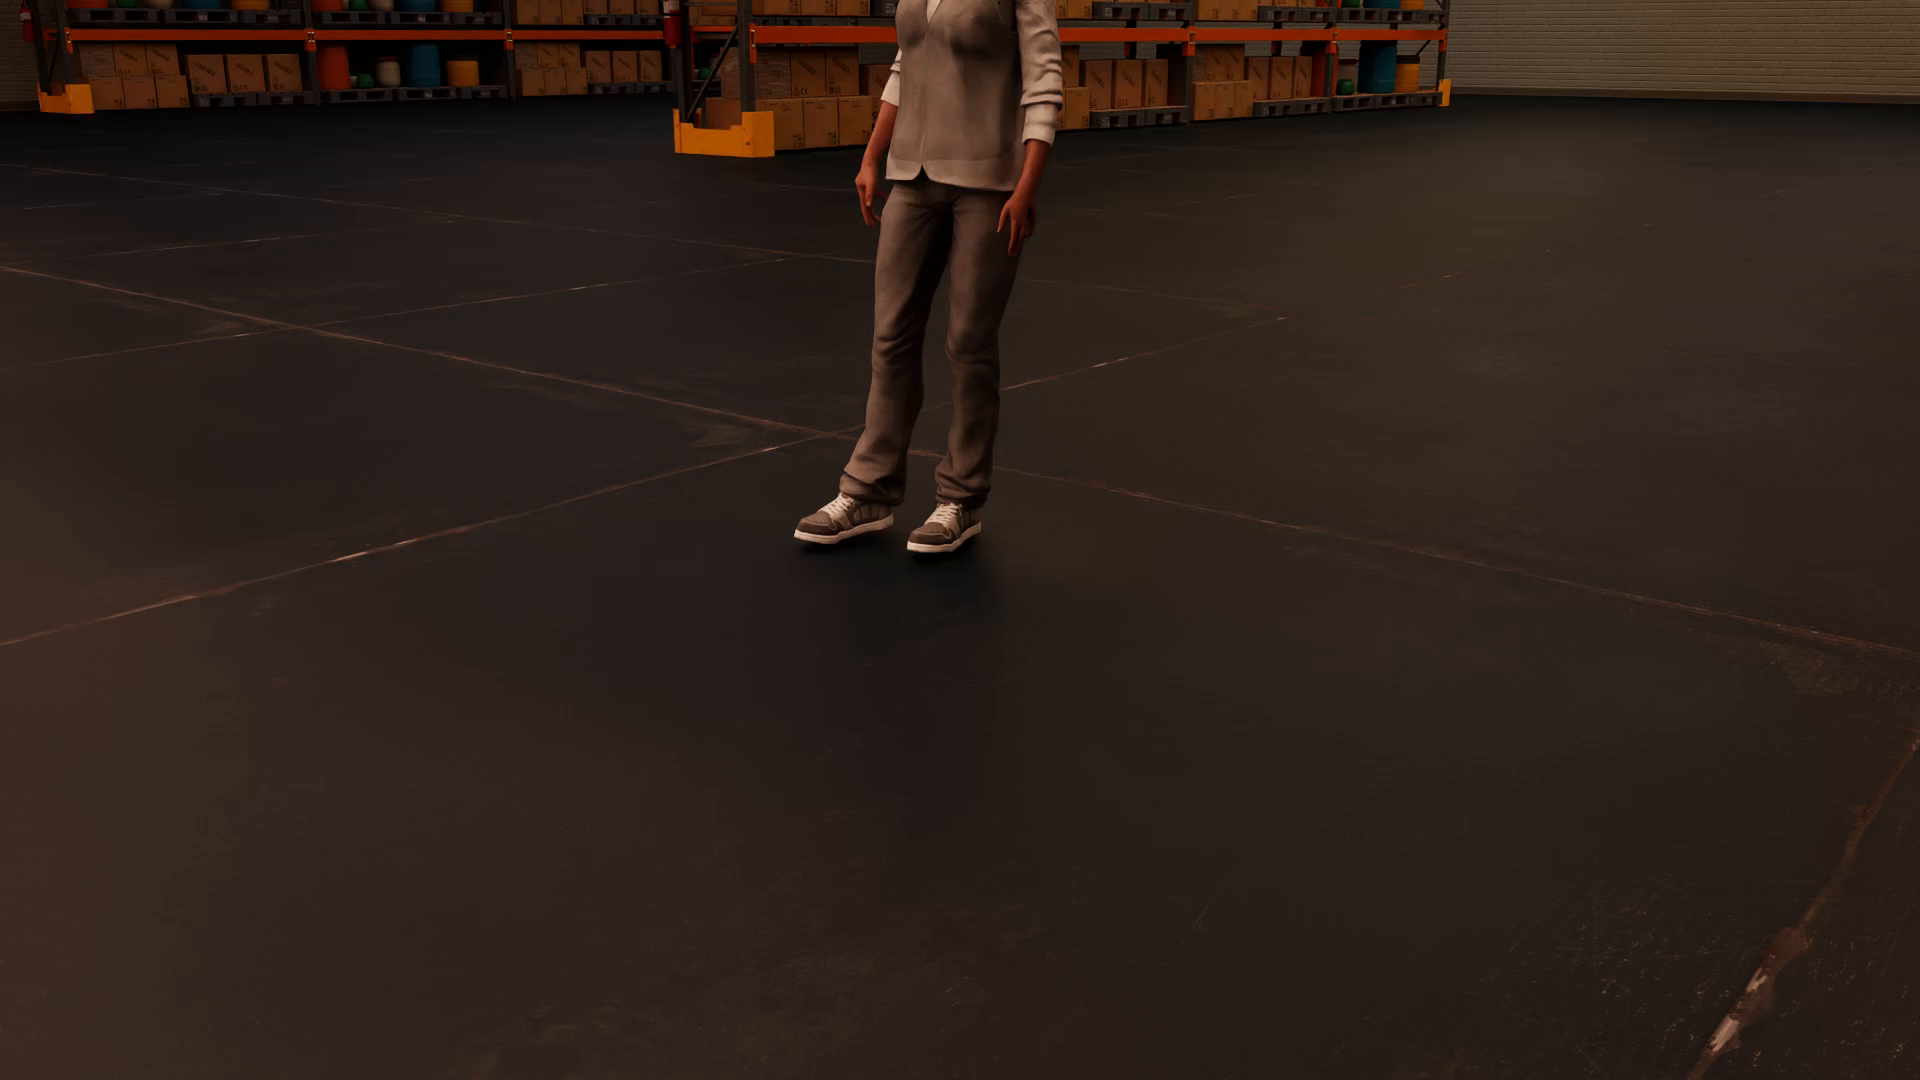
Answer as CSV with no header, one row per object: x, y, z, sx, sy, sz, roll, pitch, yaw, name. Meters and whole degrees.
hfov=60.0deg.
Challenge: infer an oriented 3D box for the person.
-0.058,-0.755,3.661,0.521,1.595,0.473,13,21,37,person
